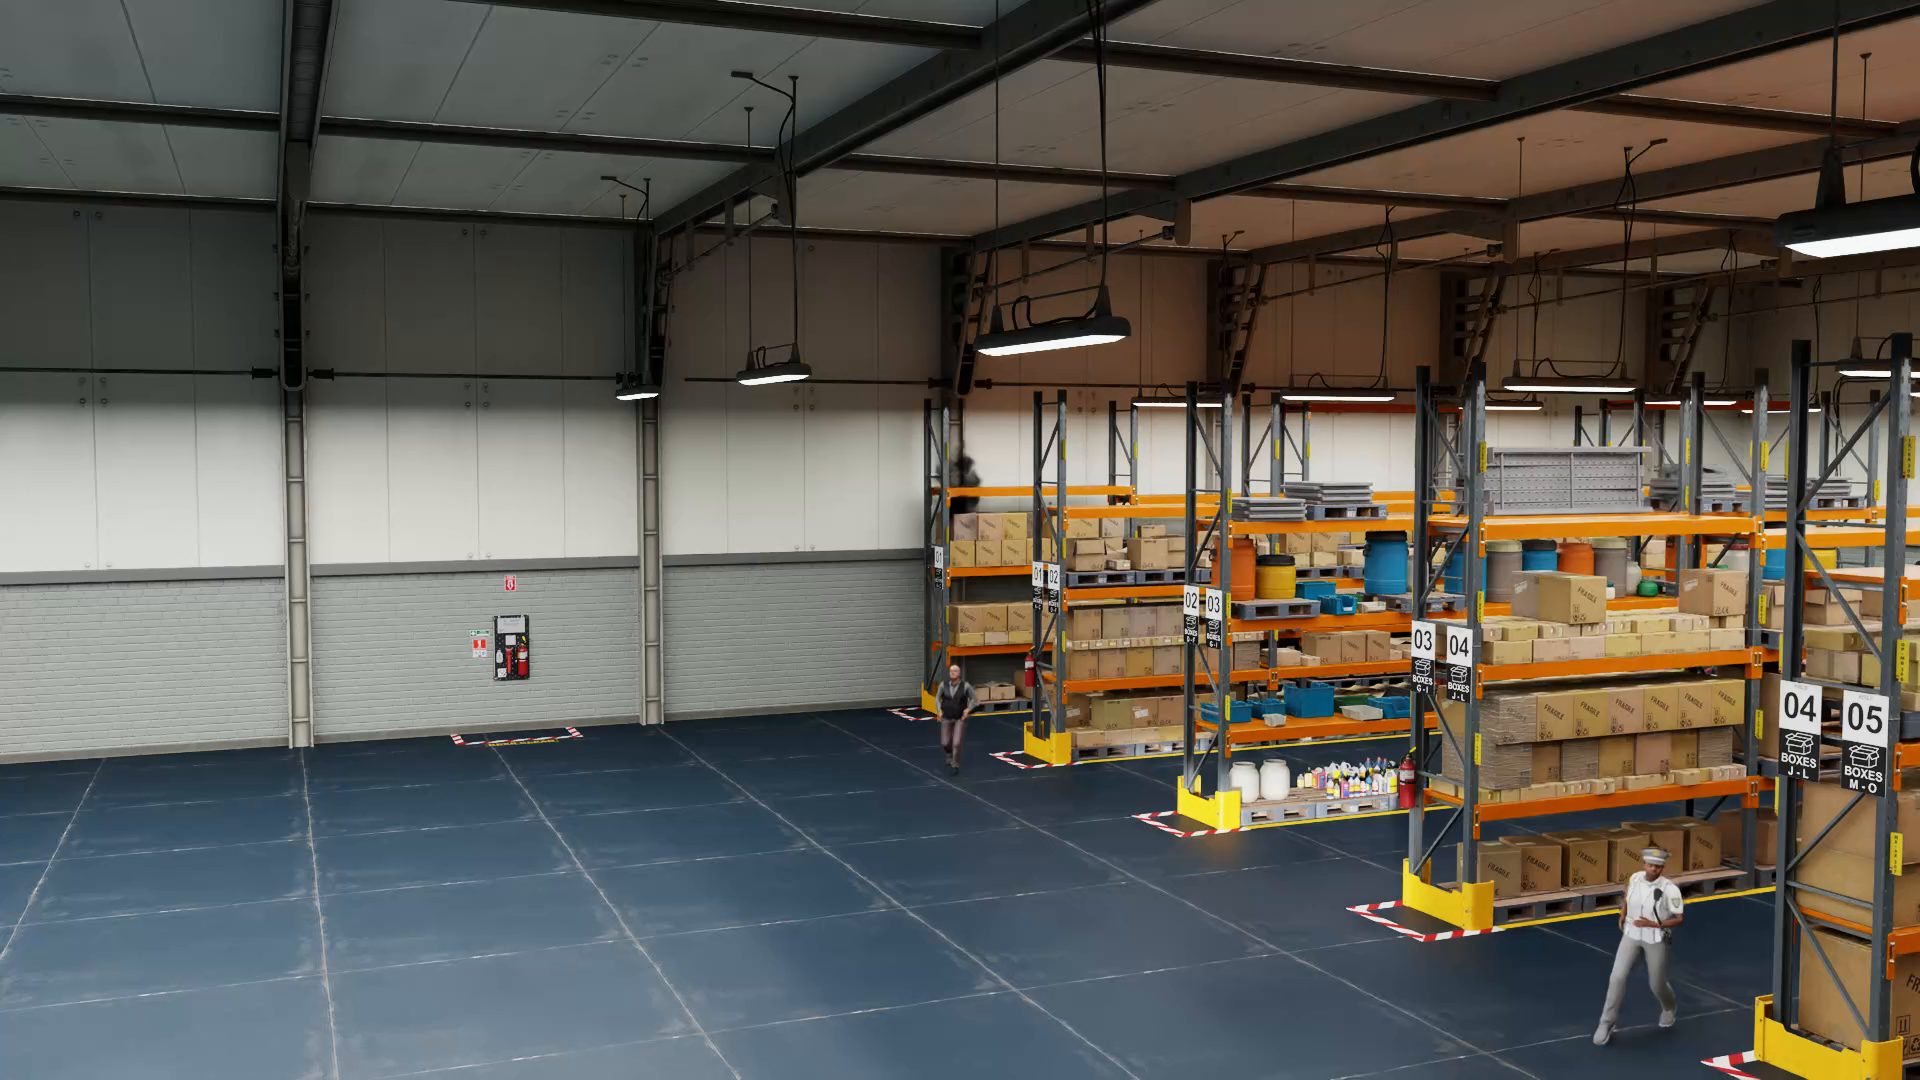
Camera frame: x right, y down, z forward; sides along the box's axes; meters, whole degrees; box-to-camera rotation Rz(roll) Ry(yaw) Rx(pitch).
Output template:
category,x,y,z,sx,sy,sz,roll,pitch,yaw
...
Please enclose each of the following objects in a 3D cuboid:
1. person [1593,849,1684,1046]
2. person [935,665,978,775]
category,x,y,z,sx,sy,sz,roll,pitch,yaw
person,5.943,3.480,14.378,0.575,1.691,0.924,3,5,44
person,-0.062,2.797,26.010,0.680,1.697,0.578,1,3,9
